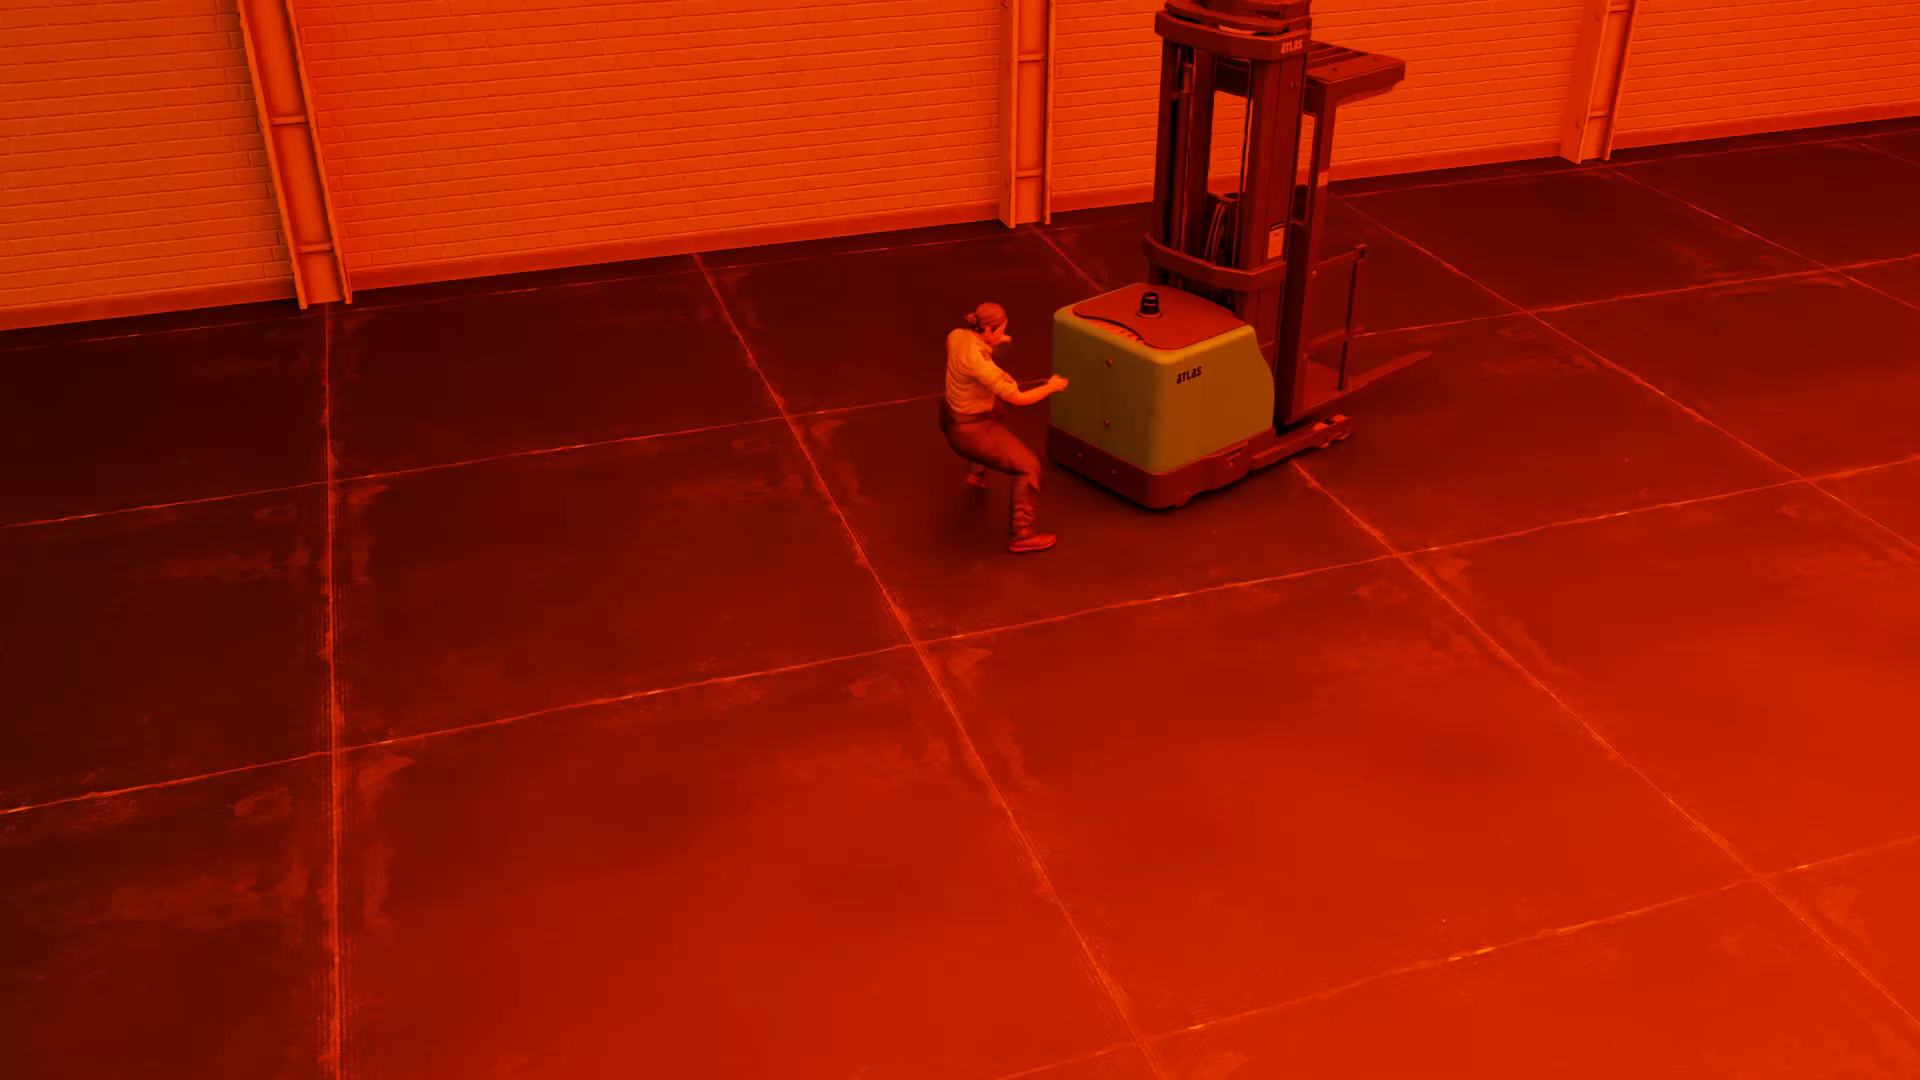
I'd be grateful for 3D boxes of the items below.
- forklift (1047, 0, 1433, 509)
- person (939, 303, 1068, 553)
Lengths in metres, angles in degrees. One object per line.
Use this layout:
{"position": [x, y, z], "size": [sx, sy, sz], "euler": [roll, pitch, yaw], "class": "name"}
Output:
{"position": [2.020, -2.063, 10.673], "size": [3.031, 2.935, 1.130], "euler": [-23, 37, -34], "class": "forklift"}
{"position": [0.246, -0.767, 9.920], "size": [0.711, 1.434, 0.952], "euler": [-10, 31, -16], "class": "person"}
